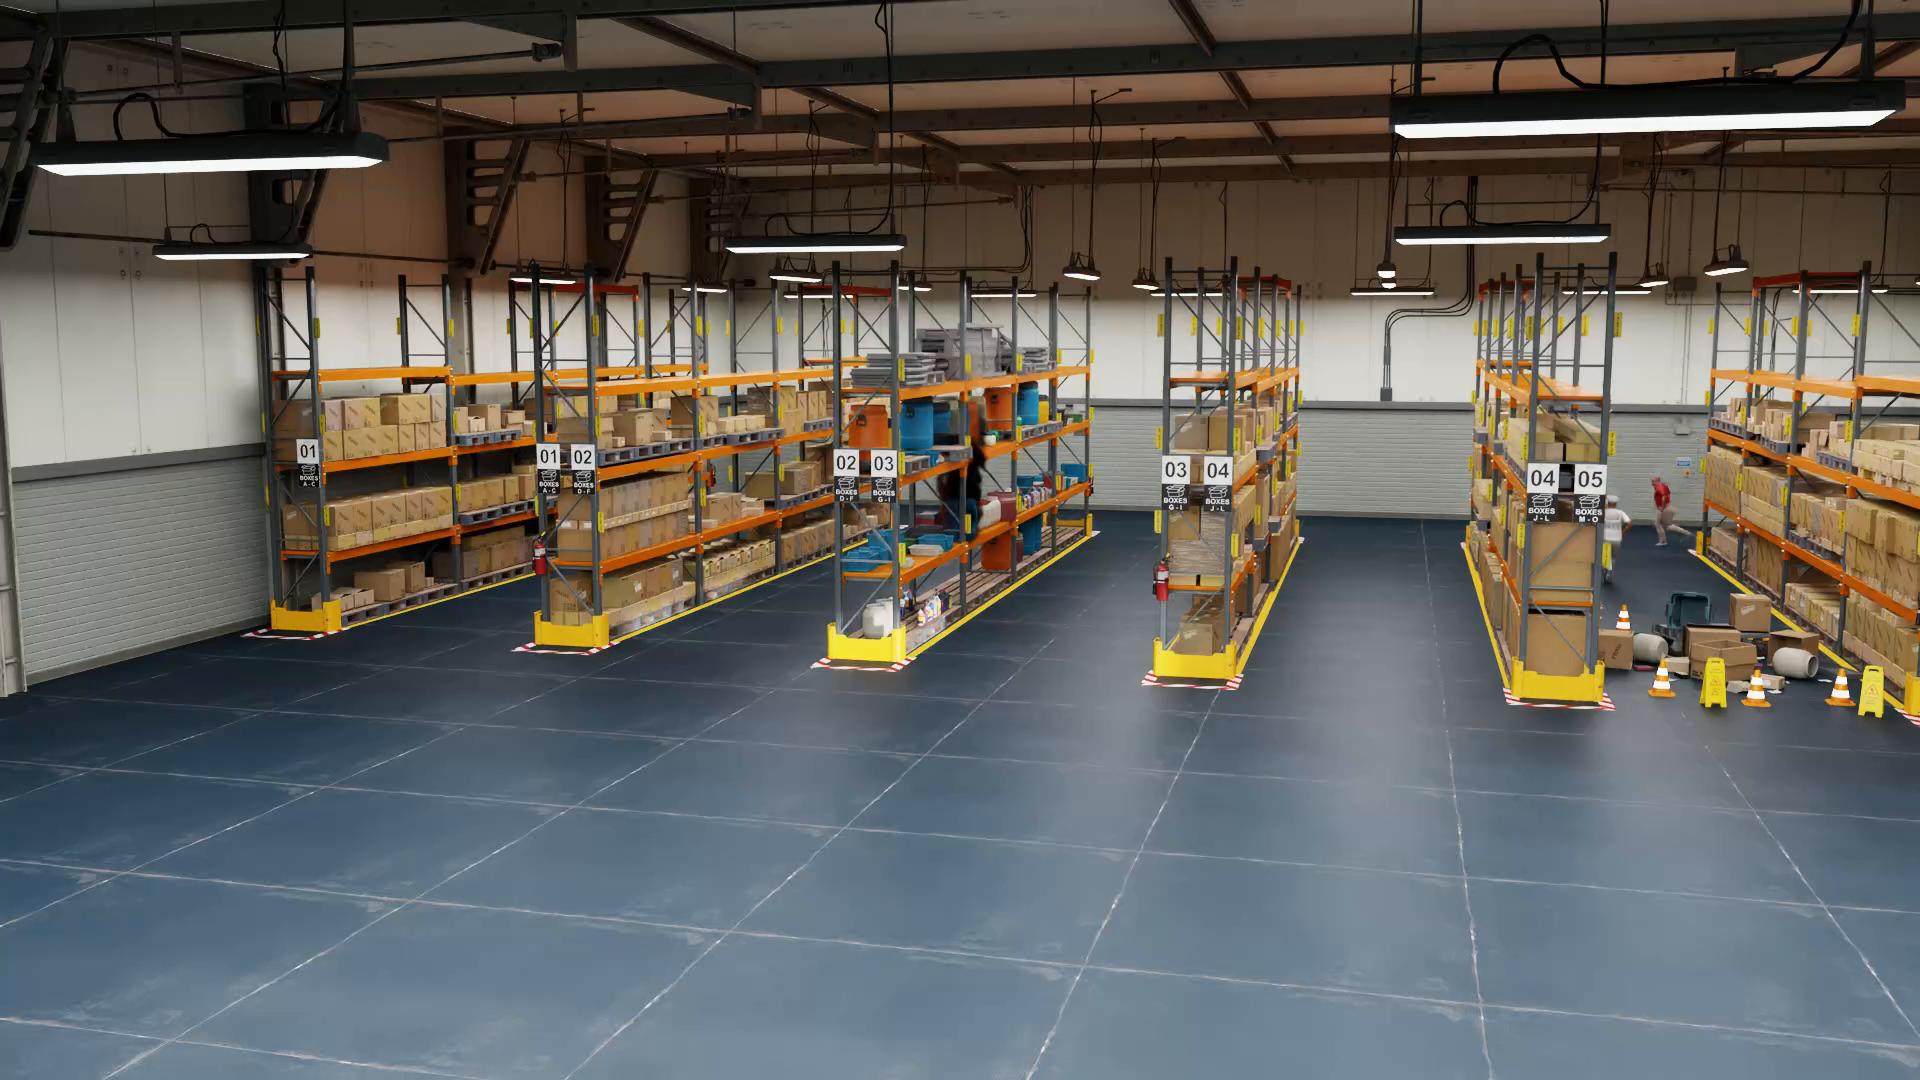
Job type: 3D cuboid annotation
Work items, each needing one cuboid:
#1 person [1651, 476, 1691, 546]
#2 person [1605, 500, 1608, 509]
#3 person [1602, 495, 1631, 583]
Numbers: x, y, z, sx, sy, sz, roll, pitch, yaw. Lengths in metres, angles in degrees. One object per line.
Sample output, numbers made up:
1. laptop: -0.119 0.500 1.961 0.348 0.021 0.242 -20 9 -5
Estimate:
1. person: 16.382 -0.641 38.348 0.909 1.670 0.657 4 8 28
2. person: 13.761 -0.377 36.044 0.567 1.667 0.867 0 7 -3
3. person: 12.751 0.007 32.590 0.663 1.774 0.861 1 7 9
